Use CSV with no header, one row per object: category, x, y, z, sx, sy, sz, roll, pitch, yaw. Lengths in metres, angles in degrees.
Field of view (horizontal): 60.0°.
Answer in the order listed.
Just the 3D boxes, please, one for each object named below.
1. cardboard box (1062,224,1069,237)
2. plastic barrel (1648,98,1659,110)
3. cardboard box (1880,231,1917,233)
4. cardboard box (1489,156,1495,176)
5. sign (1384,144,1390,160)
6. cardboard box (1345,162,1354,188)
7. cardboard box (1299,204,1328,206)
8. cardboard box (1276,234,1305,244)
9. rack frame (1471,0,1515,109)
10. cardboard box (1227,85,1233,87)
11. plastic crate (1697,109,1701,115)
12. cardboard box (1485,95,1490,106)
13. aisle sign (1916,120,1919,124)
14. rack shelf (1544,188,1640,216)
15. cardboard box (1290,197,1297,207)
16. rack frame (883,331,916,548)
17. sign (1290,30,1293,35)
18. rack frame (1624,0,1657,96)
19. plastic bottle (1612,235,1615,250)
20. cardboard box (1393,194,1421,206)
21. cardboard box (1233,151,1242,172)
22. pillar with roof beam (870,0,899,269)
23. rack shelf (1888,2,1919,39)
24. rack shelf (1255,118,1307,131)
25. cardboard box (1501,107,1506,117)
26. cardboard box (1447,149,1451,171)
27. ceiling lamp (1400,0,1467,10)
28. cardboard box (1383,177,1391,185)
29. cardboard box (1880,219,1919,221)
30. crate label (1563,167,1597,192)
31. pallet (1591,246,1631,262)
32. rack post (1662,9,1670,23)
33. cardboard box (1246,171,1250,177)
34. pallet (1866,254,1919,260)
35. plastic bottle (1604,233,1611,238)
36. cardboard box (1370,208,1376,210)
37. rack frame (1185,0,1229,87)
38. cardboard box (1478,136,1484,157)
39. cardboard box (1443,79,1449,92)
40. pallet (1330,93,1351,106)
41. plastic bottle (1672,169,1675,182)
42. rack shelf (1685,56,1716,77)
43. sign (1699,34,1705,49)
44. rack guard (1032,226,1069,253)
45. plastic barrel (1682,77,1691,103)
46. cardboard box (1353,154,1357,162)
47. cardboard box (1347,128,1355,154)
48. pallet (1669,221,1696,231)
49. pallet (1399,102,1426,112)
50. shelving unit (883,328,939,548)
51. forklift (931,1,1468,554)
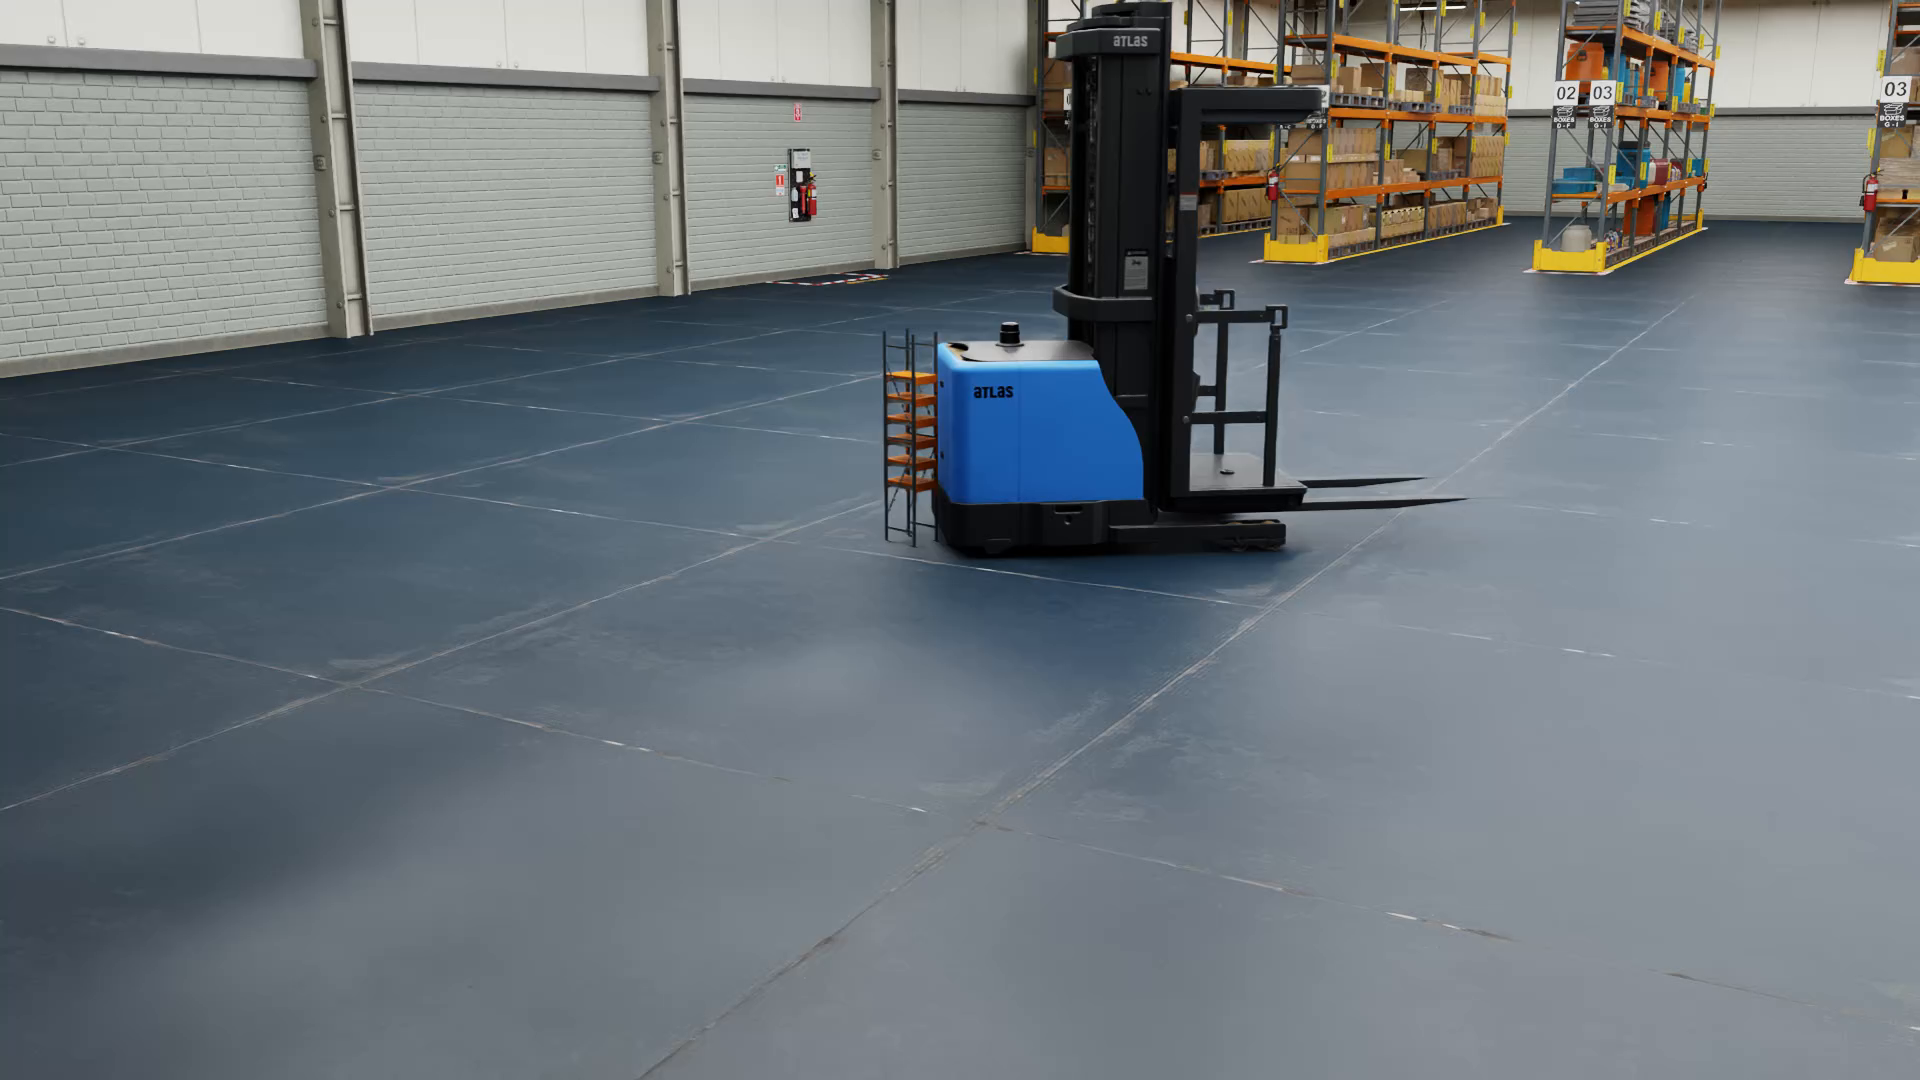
cardboard box,2.419,-6.336,34.213,0.500,0.311,0.500,6,15,22
plastic barrel,14.135,-8.920,34.028,0.301,0.262,0.301,0,14,0
cardboard box,15.908,-4.982,28.236,0.500,0.500,0.500,9,16,33
cardboard box,13.606,-9.737,43.309,0.500,0.500,0.500,8,15,28
sign,8.764,-7.955,34.112,0.100,0.325,0.005,7,15,28
cardboard box,7.326,-7.198,32.777,0.700,0.500,0.500,8,16,30
cardboard box,7.056,-6.422,33.143,0.500,0.500,0.500,7,15,28
cardboard box,6.344,-5.748,31.947,0.500,0.250,0.500,7,15,28
rack frame,14.078,-12.936,43.992,1.000,3.000,0.127,7,15,28
cardboard box,6.267,-10.880,40.712,0.700,0.500,0.500,6,15,25
plastic crate,17.631,-10.336,40.168,0.437,0.136,0.530,7,15,28
cardboard box,13.089,-11.103,42.041,0.500,0.250,0.500,7,15,28
aisle sign,23.046,-10.141,39.651,0.394,0.787,0.004,7,15,28
rack shelf,11.645,-6.236,30.534,1.077,0.370,4.000,7,15,28
cardboard box,8.753,-9.098,45.309,0.700,0.500,0.500,8,16,29
rack frame,-0.337,-0.558,9.289,0.240,1.200,0.006,12,18,40
sign,9.257,-14.092,46.454,0.100,0.325,0.005,7,15,28
rack frame,12.611,-9.912,31.448,1.000,3.000,0.127,7,15,28
plastic bottle,12.139,-5.532,30.961,0.097,0.271,0.097,0,14,0
cardboard box,10.481,-7.972,38.996,0.500,0.250,0.500,8,16,30
cardboard box,6.593,-9.319,40.897,0.500,0.500,0.500,8,16,30
pillar with roof beam,2.454,-8.737,26.573,9.100,9.000,0.400,7,15,28
rack shelf,15.980,-8.589,27.503,1.077,0.370,4.000,7,15,28
rack shelf,8.773,-11.278,45.050,1.077,0.370,4.000,7,15,28
cardboard box,14.061,-11.270,43.800,0.500,0.250,0.500,7,15,28
cardboard box,11.344,-9.082,39.697,0.700,0.500,0.500,3,14,14
ceiling lamp,13.248,-16.599,46.730,2.000,3.185,0.800,7,15,28
cardboard box,8.884,-7.594,35.170,0.380,0.149,0.250,7,15,28
cardboard box,18.050,-5.882,31.926,0.700,0.500,0.500,9,16,33
crate label,11.331,-6.601,30.437,0.502,0.435,0.616,7,15,28
pallet,12.250,-5.507,31.926,1.003,0.211,1.213,7,15,28
rack post,14.836,-11.155,35.501,0.624,0.289,0.986,7,15,28
cardboard box,7.100,-9.237,41.941,0.380,0.149,0.250,8,16,30
pallet,16.653,-4.937,29.562,1.003,0.211,1.213,7,15,28
plastic bottle,12.318,-5.693,31.621,0.152,0.276,0.135,7,15,28
cardboard box,8.957,-7.126,36.464,0.500,0.311,0.500,7,15,27
rack frame,5.873,-11.855,39.508,1.000,3.000,0.127,7,15,28
cardboard box,12.868,-9.904,41.870,0.500,0.500,0.500,7,15,26
cardboard box,11.194,-10.590,39.336,0.600,0.600,0.600,7,15,26
pallet,6.708,-8.295,31.327,1.003,0.211,1.213,7,15,28
plastic bottle,16.086,-8.253,37.632,0.152,0.276,0.135,7,15,28
rack shelf,17.446,-11.420,40.090,1.077,0.370,4.000,7,15,28
sign,16.959,-11.389,38.021,0.100,0.325,0.005,7,15,28
rack guard,2.042,-6.098,33.761,1.175,0.500,0.348,7,15,28
plastic barrel,16.215,-10.181,37.665,0.600,0.588,0.600,0,14,0
cardboard box,7.592,-7.526,32.755,0.380,0.149,0.250,8,16,30
cardboard box,7.340,-7.836,32.657,0.700,0.500,0.500,7,15,28
pallet,17.980,-7.937,42.007,1.003,0.211,1.213,7,15,28
pallet,9.423,-9.366,35.985,1.003,0.211,1.213,8,16,31
shelving unit,-0.276,-0.574,9.355,0.258,1.200,0.189,12,18,40
forklift,1.386,-1.480,9.419,3.031,2.935,1.130,-2,14,-7
